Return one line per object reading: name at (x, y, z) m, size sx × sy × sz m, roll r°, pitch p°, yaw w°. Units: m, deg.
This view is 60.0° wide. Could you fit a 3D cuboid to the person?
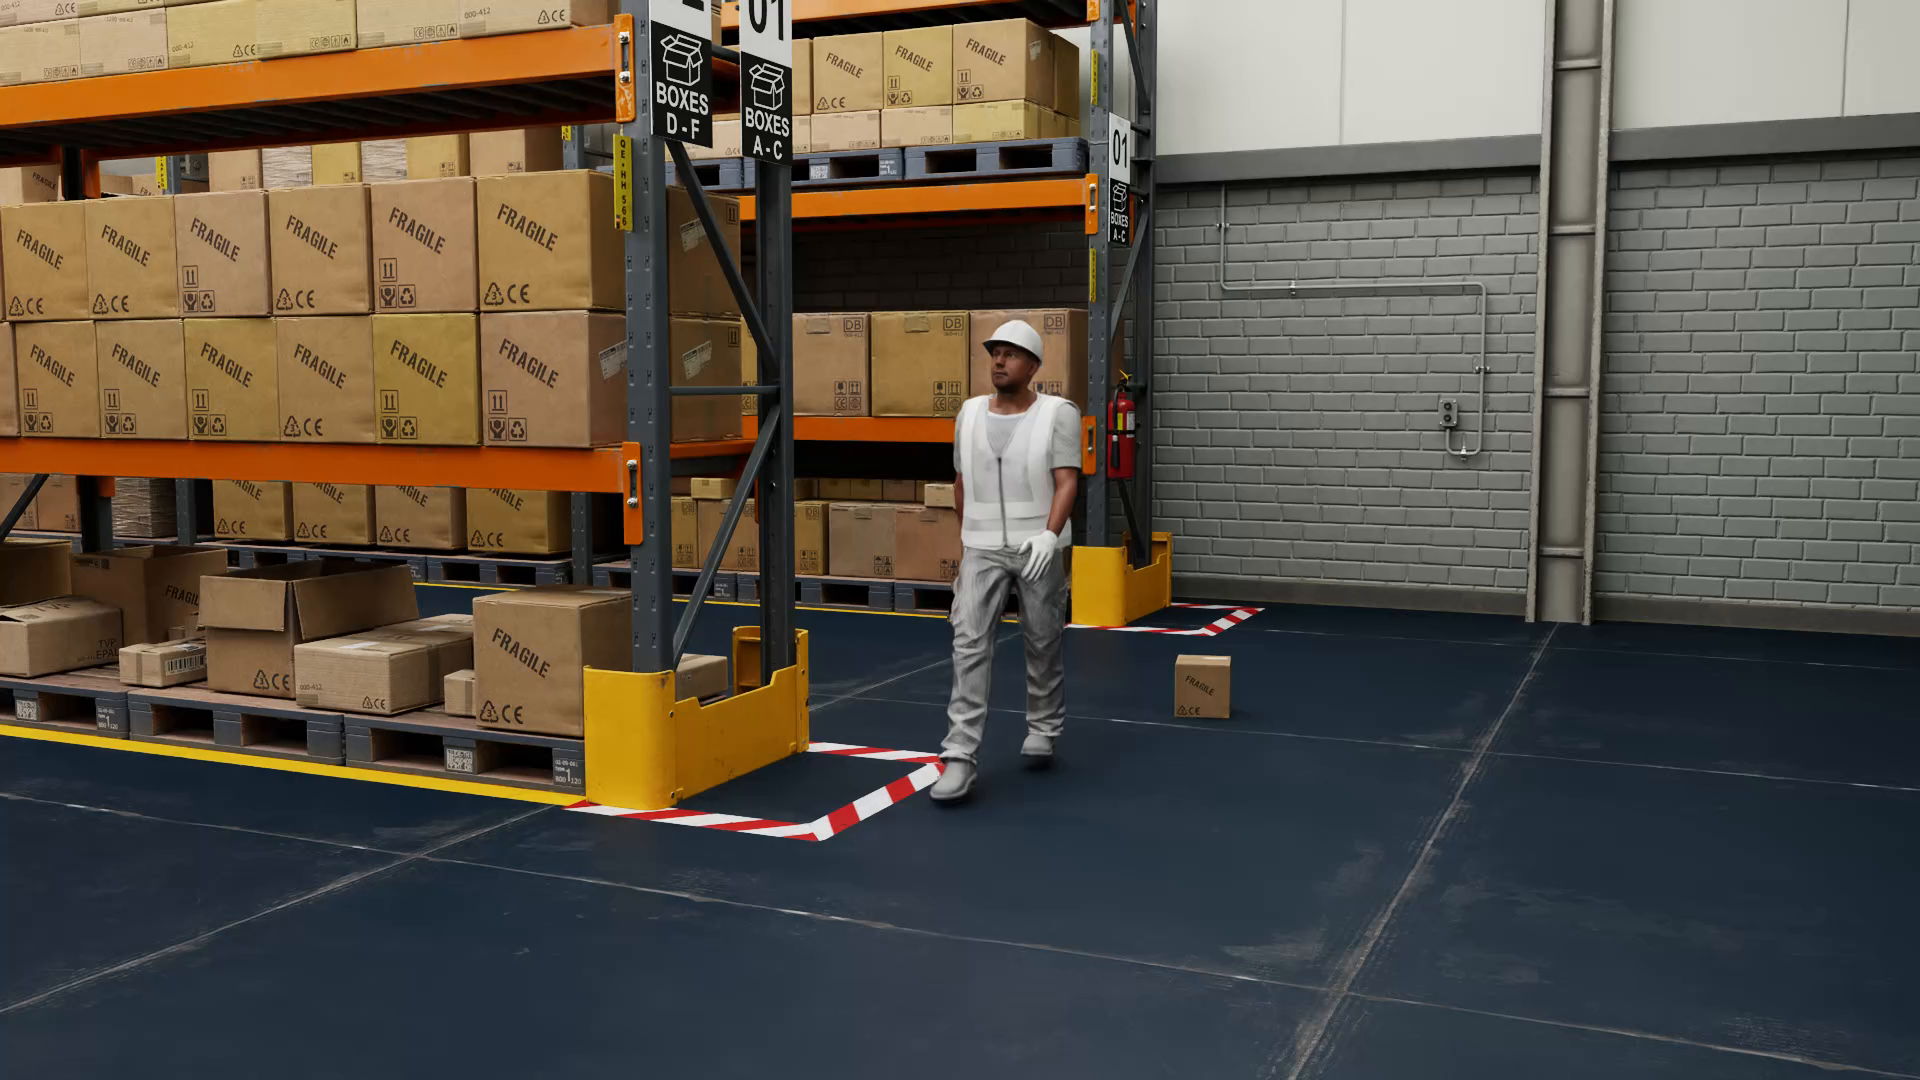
person at (0.183, 0.038, 6.322) m, size 0.545 × 1.741 × 0.969 m, roll 2°, pitch 6°, yaw 16°
